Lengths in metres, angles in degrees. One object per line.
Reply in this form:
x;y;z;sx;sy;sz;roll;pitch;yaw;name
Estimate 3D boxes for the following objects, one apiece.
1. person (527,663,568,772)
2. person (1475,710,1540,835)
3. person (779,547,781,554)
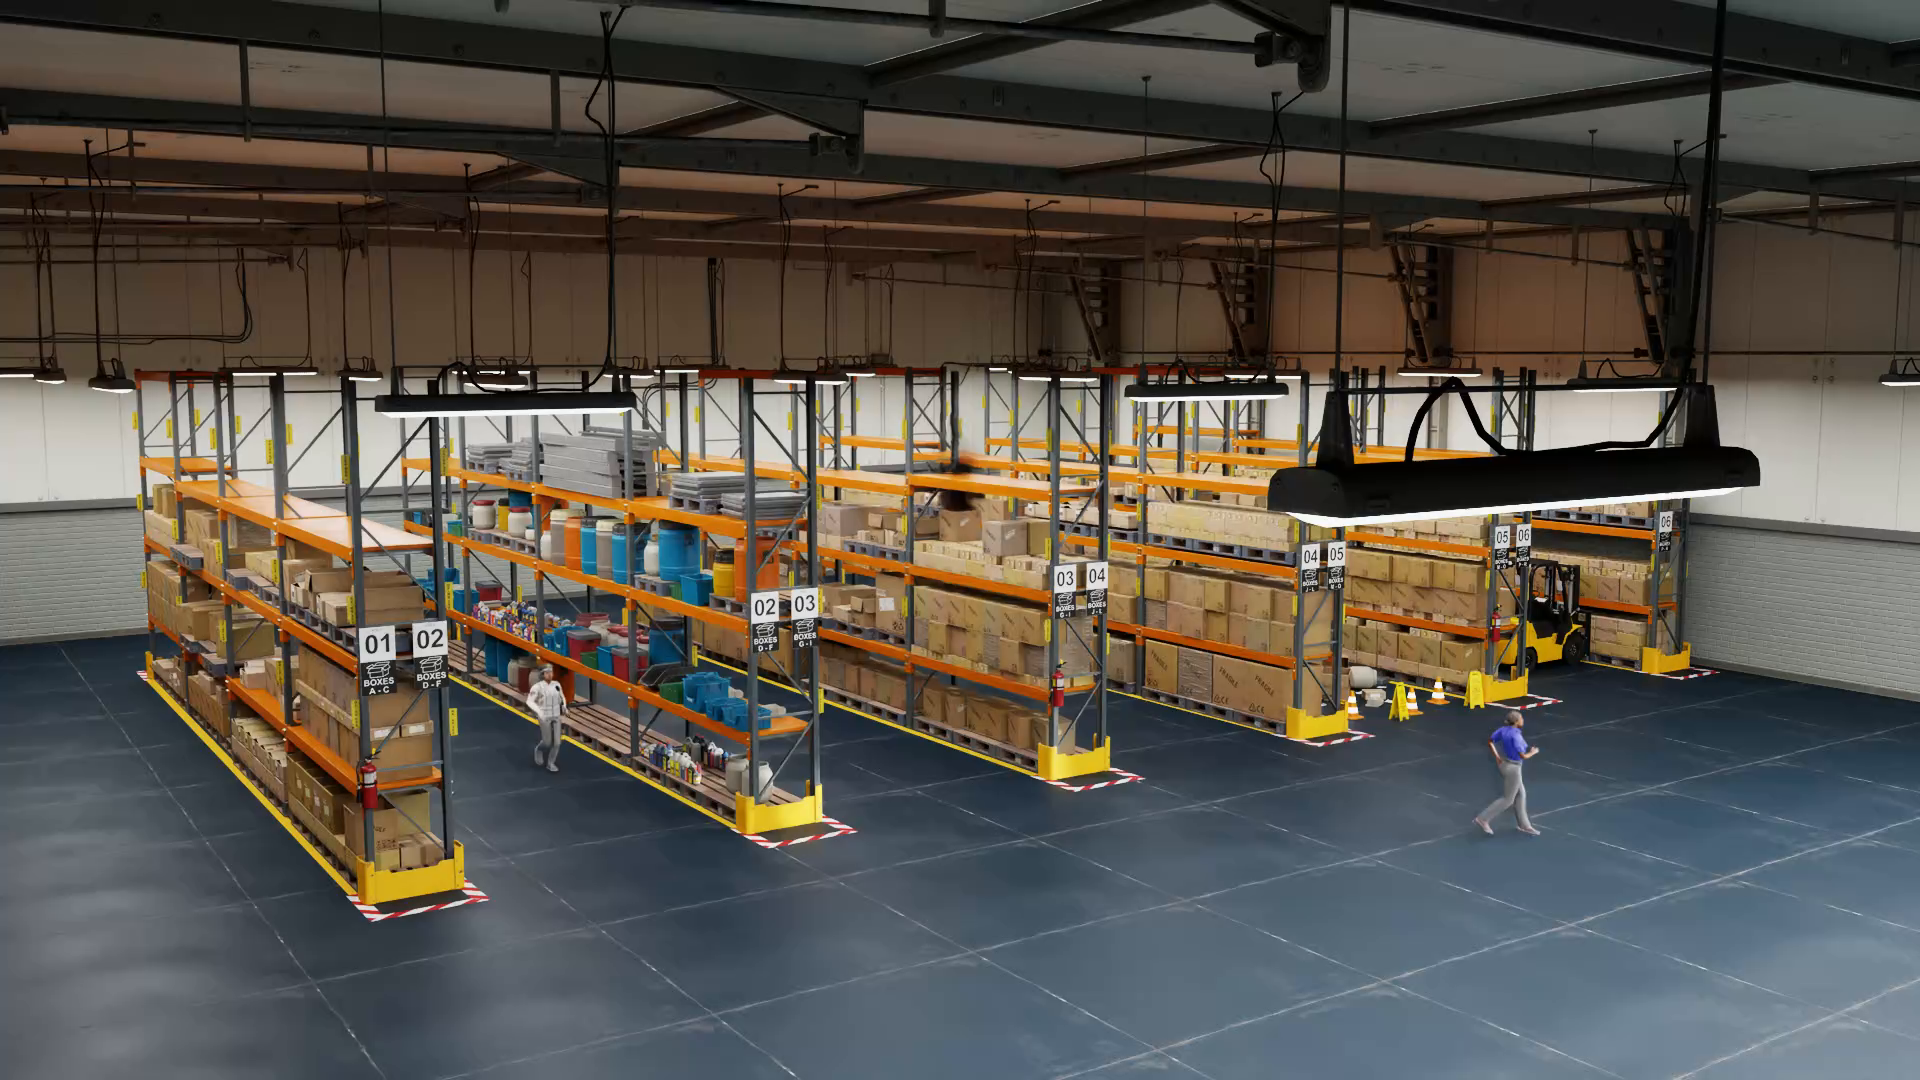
-6.214;2.674;25.166;0.614;1.648;0.571;-5;8;-40;person
7.167;3.042;21.698;0.900;1.662;0.604;0;6;-2;person
-4.492;0.986;40.397;0.578;1.652;0.568;3;7;25;person
